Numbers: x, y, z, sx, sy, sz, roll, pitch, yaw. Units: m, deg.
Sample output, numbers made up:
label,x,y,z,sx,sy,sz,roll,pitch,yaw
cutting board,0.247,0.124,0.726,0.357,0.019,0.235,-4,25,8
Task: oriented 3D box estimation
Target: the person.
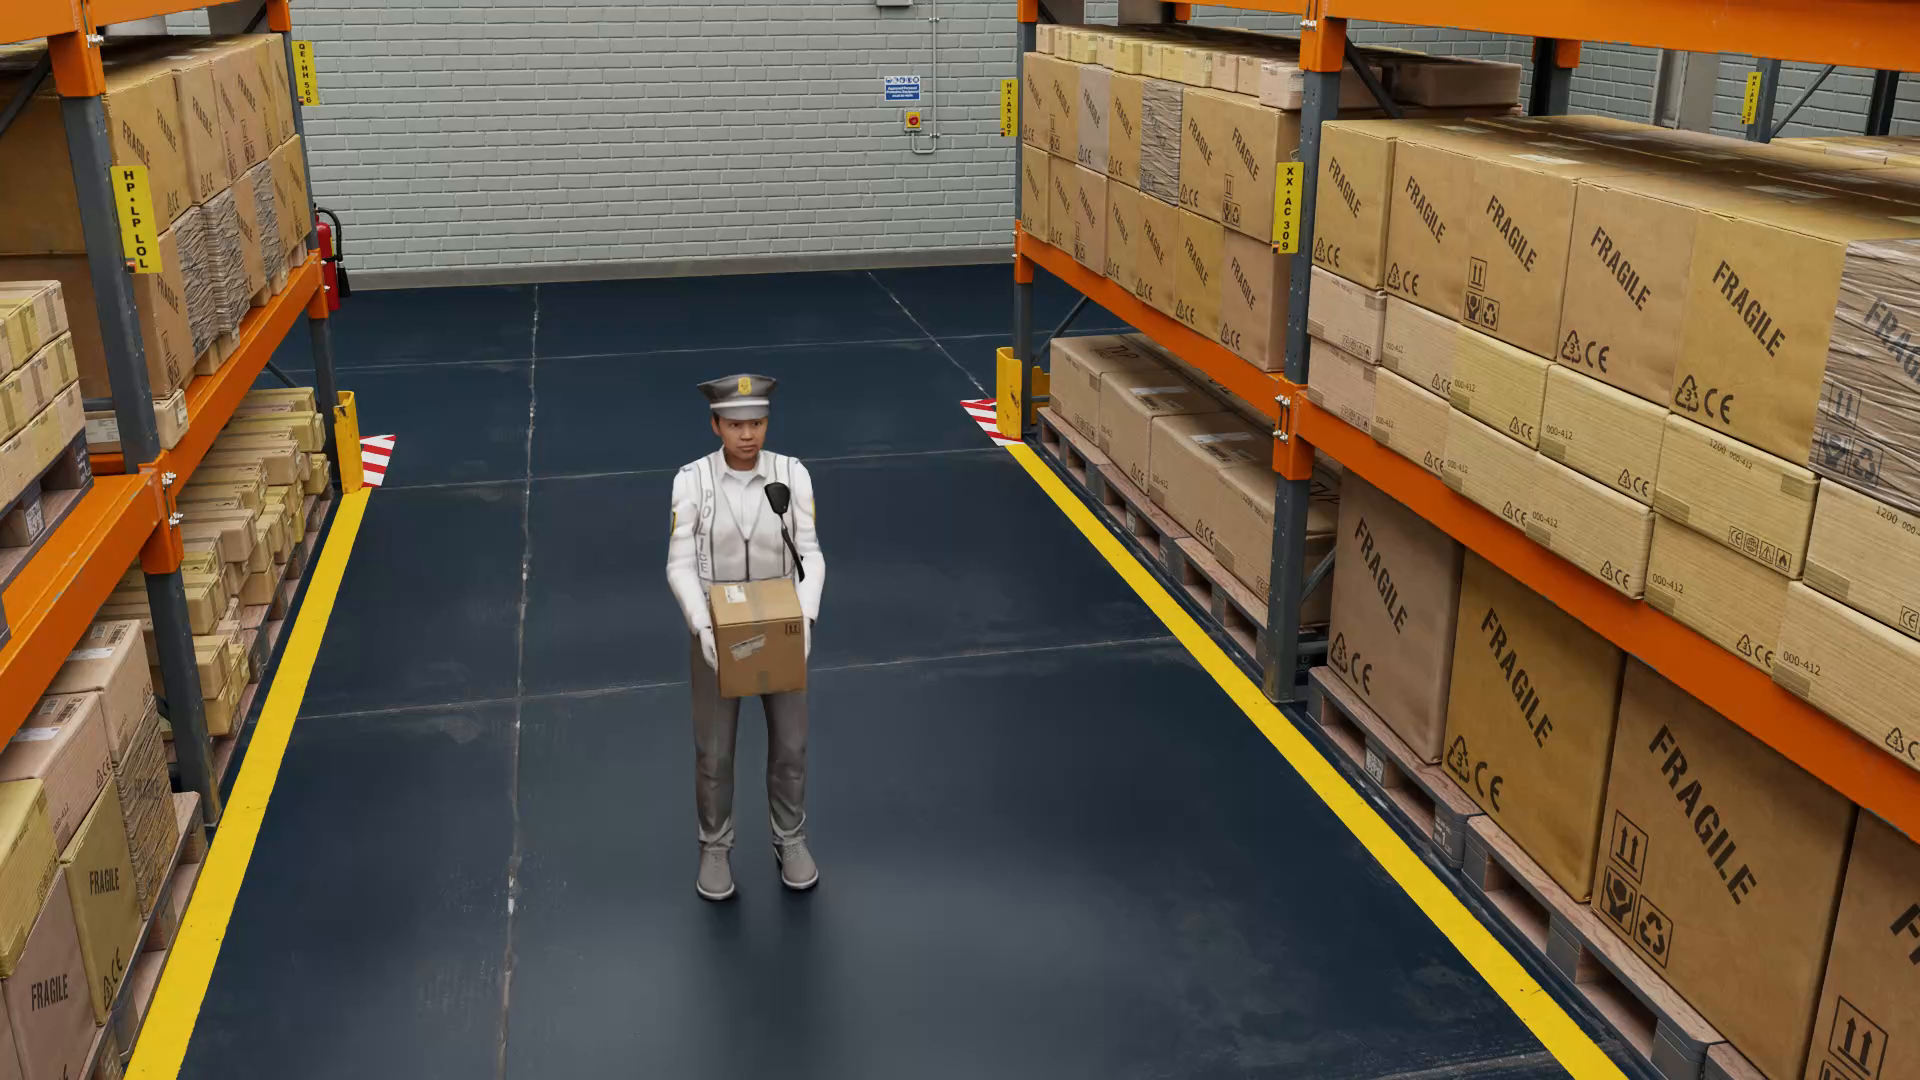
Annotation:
label,x,y,z,sx,sy,sz,roll,pitch,yaw
person,-0.645,0.315,5.147,0.489,1.691,0.489,-5,20,-13
